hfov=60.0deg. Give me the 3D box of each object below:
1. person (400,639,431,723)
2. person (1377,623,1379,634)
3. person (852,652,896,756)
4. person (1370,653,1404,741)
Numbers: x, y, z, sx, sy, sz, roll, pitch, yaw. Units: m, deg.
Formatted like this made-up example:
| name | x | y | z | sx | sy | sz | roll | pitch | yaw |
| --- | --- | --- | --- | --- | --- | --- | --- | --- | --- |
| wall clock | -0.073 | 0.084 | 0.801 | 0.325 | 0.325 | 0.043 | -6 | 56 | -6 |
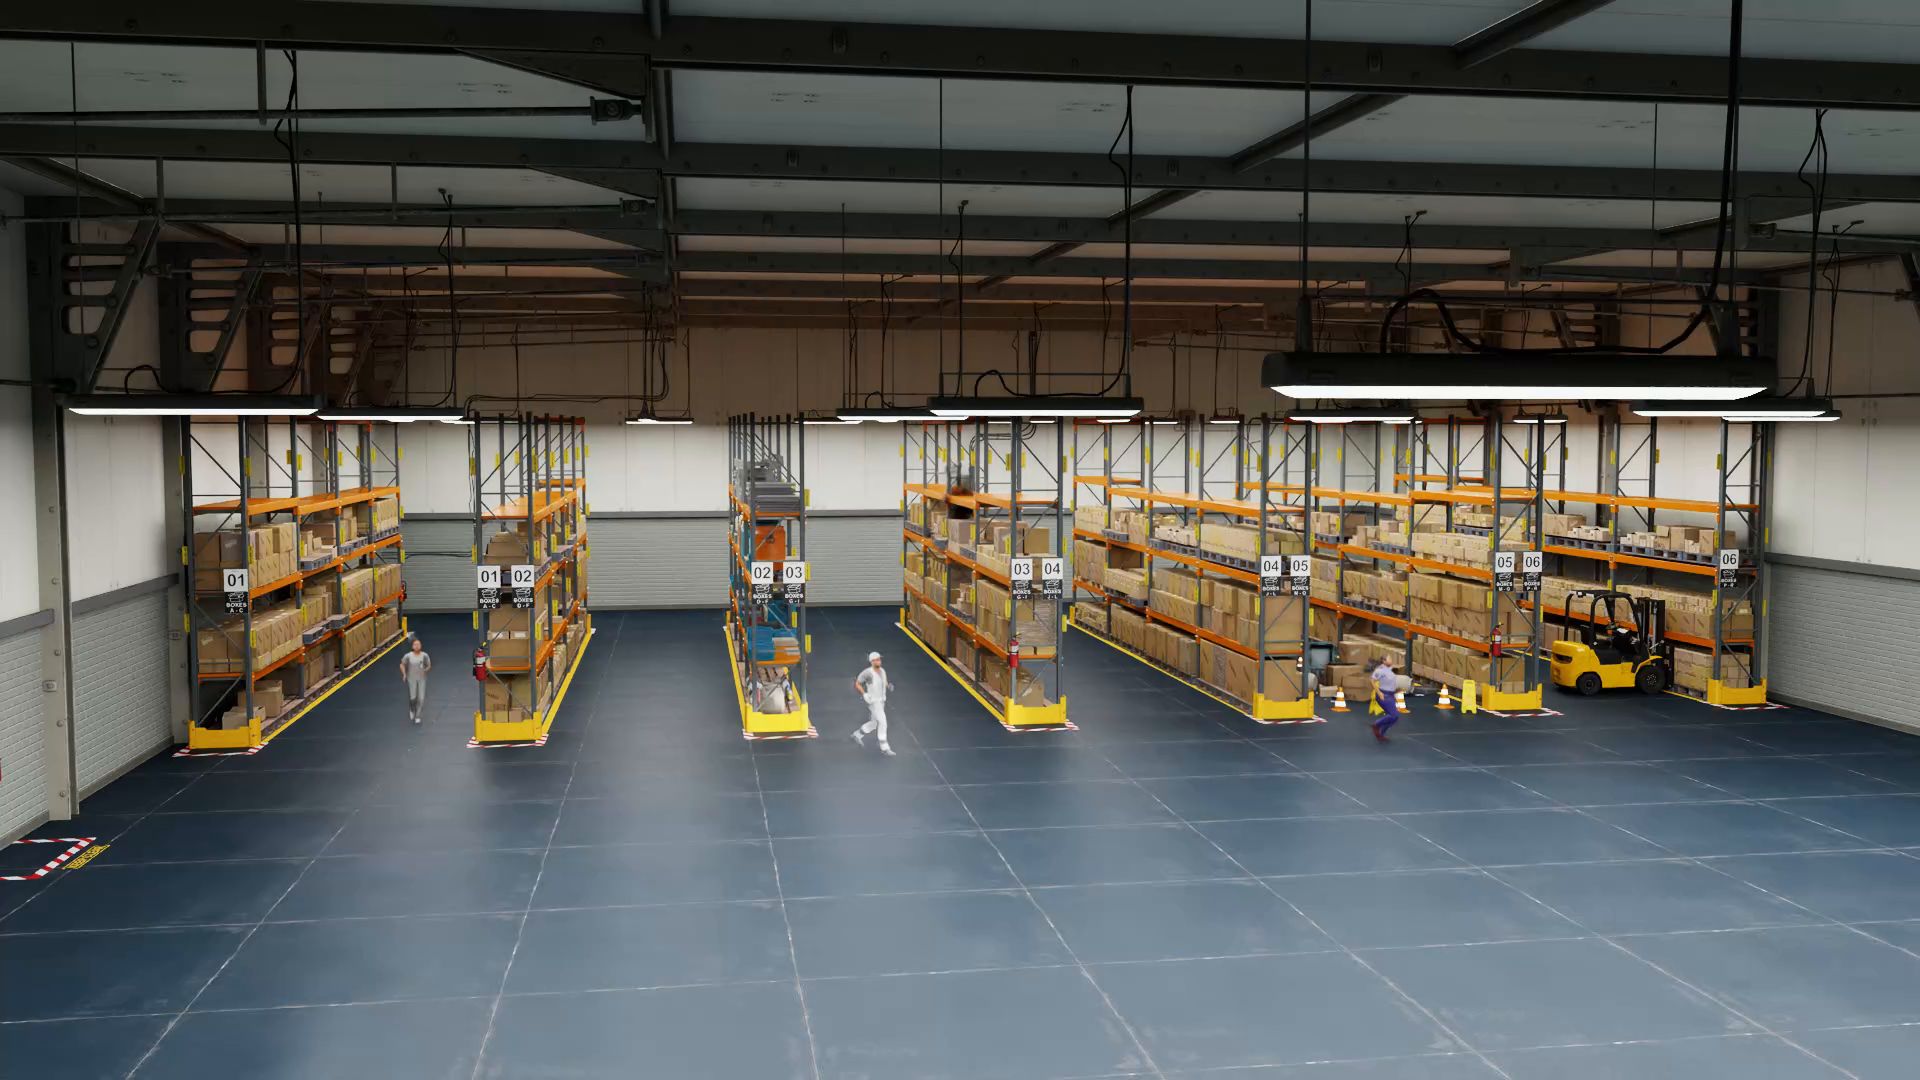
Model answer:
| name | x | y | z | sx | sy | sz | roll | pitch | yaw |
| --- | --- | --- | --- | --- | --- | --- | --- | --- | --- |
| person | -10.469 | 2.721 | 32.042 | 0.550 | 1.629 | 0.565 | -2 | 4 | -24 |
| person | 11.232 | 1.855 | 44.990 | 0.612 | 1.628 | 0.511 | -1 | 4 | -11 |
| person | -1.494 | 2.848 | 29.116 | 0.922 | 1.795 | 0.638 | 2 | 4 | 30 |
| person | 7.784 | 2.867 | 30.219 | 0.536 | 1.605 | 0.603 | 3 | 5 | 33 |
